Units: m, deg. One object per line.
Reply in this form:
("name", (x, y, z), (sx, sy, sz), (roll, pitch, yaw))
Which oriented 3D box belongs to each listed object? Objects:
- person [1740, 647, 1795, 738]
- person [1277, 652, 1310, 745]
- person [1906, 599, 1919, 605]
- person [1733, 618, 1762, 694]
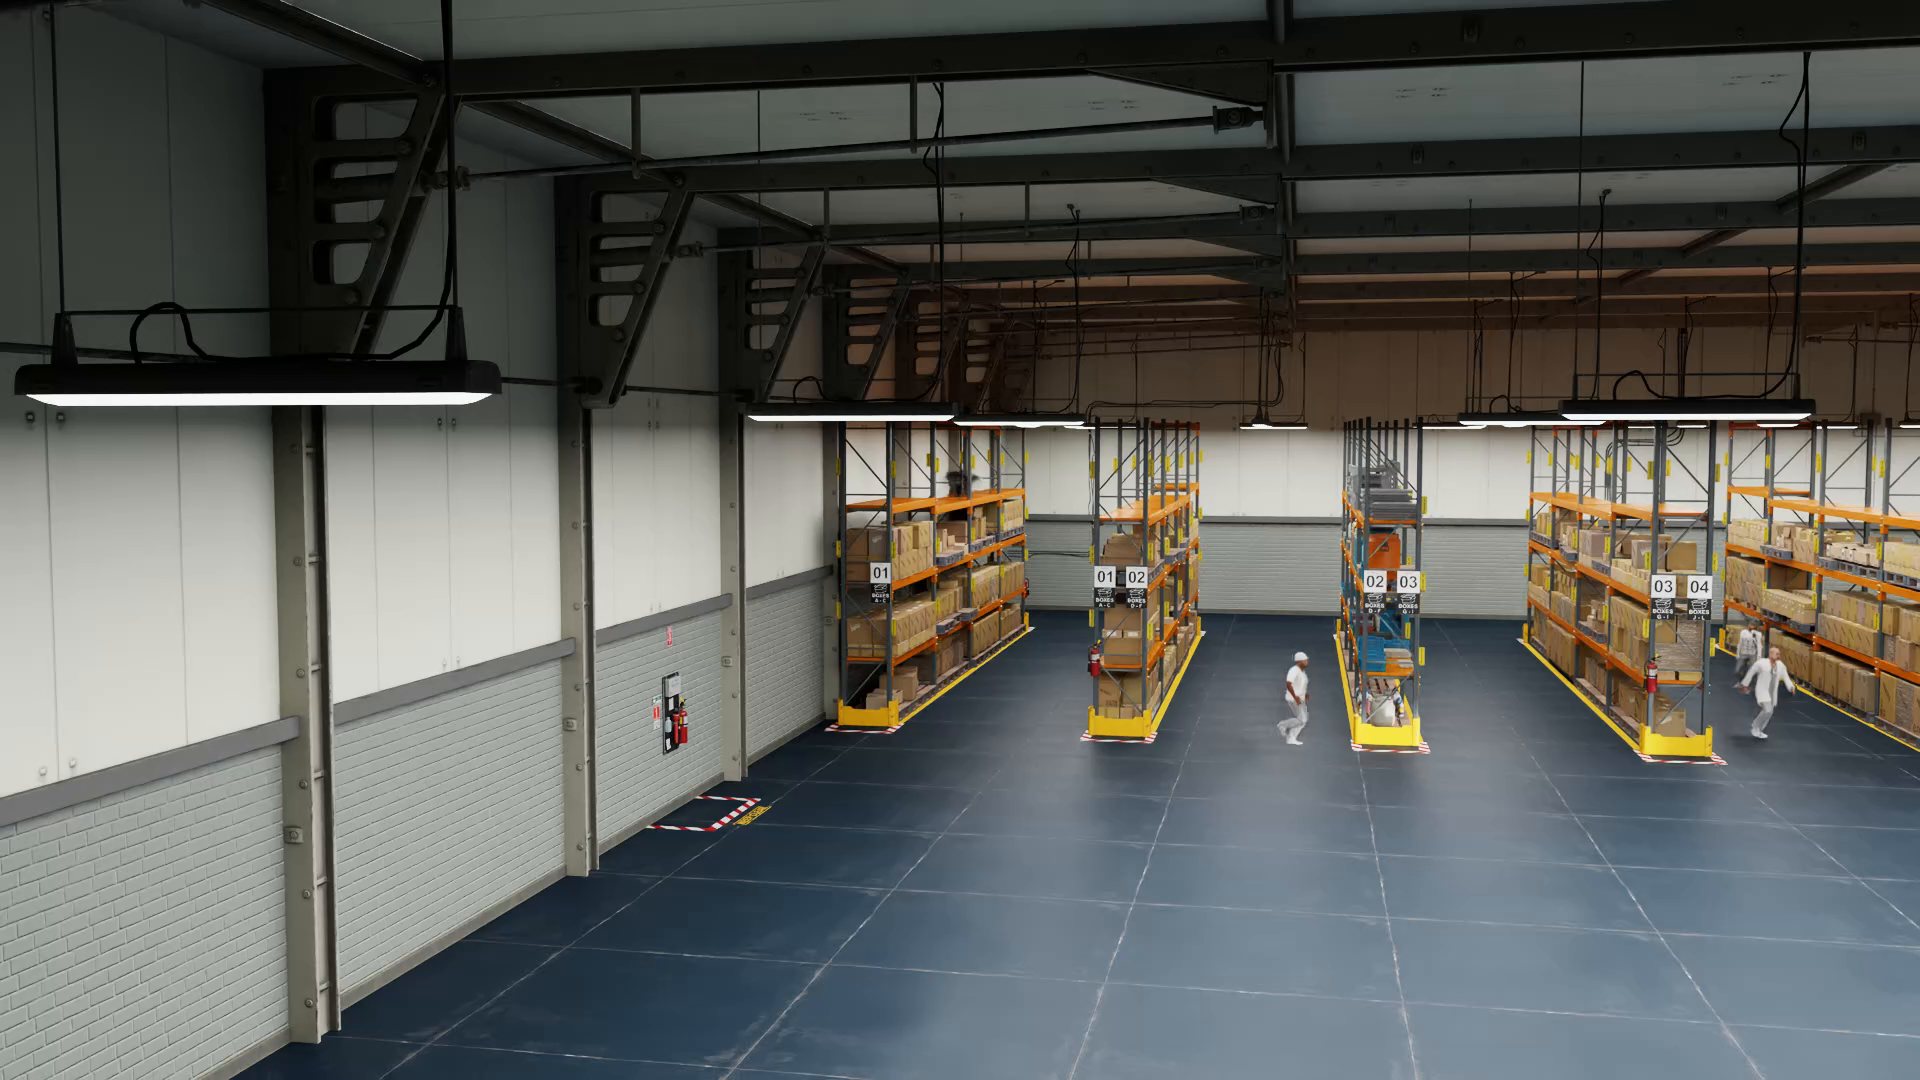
("person", (15.036, 2.843, 30.855), (0.673, 1.726, 0.865), (-1, 4, -12))
("person", (6.104, 2.898, 30.463), (0.591, 1.699, 0.700), (2, 4, 31))
("person", (25.914, 1.969, 44.869), (0.839, 1.716, 0.546), (0, 4, -3))
("person", (17.241, 2.543, 36.382), (0.600, 1.697, 0.469), (3, 5, 41))
